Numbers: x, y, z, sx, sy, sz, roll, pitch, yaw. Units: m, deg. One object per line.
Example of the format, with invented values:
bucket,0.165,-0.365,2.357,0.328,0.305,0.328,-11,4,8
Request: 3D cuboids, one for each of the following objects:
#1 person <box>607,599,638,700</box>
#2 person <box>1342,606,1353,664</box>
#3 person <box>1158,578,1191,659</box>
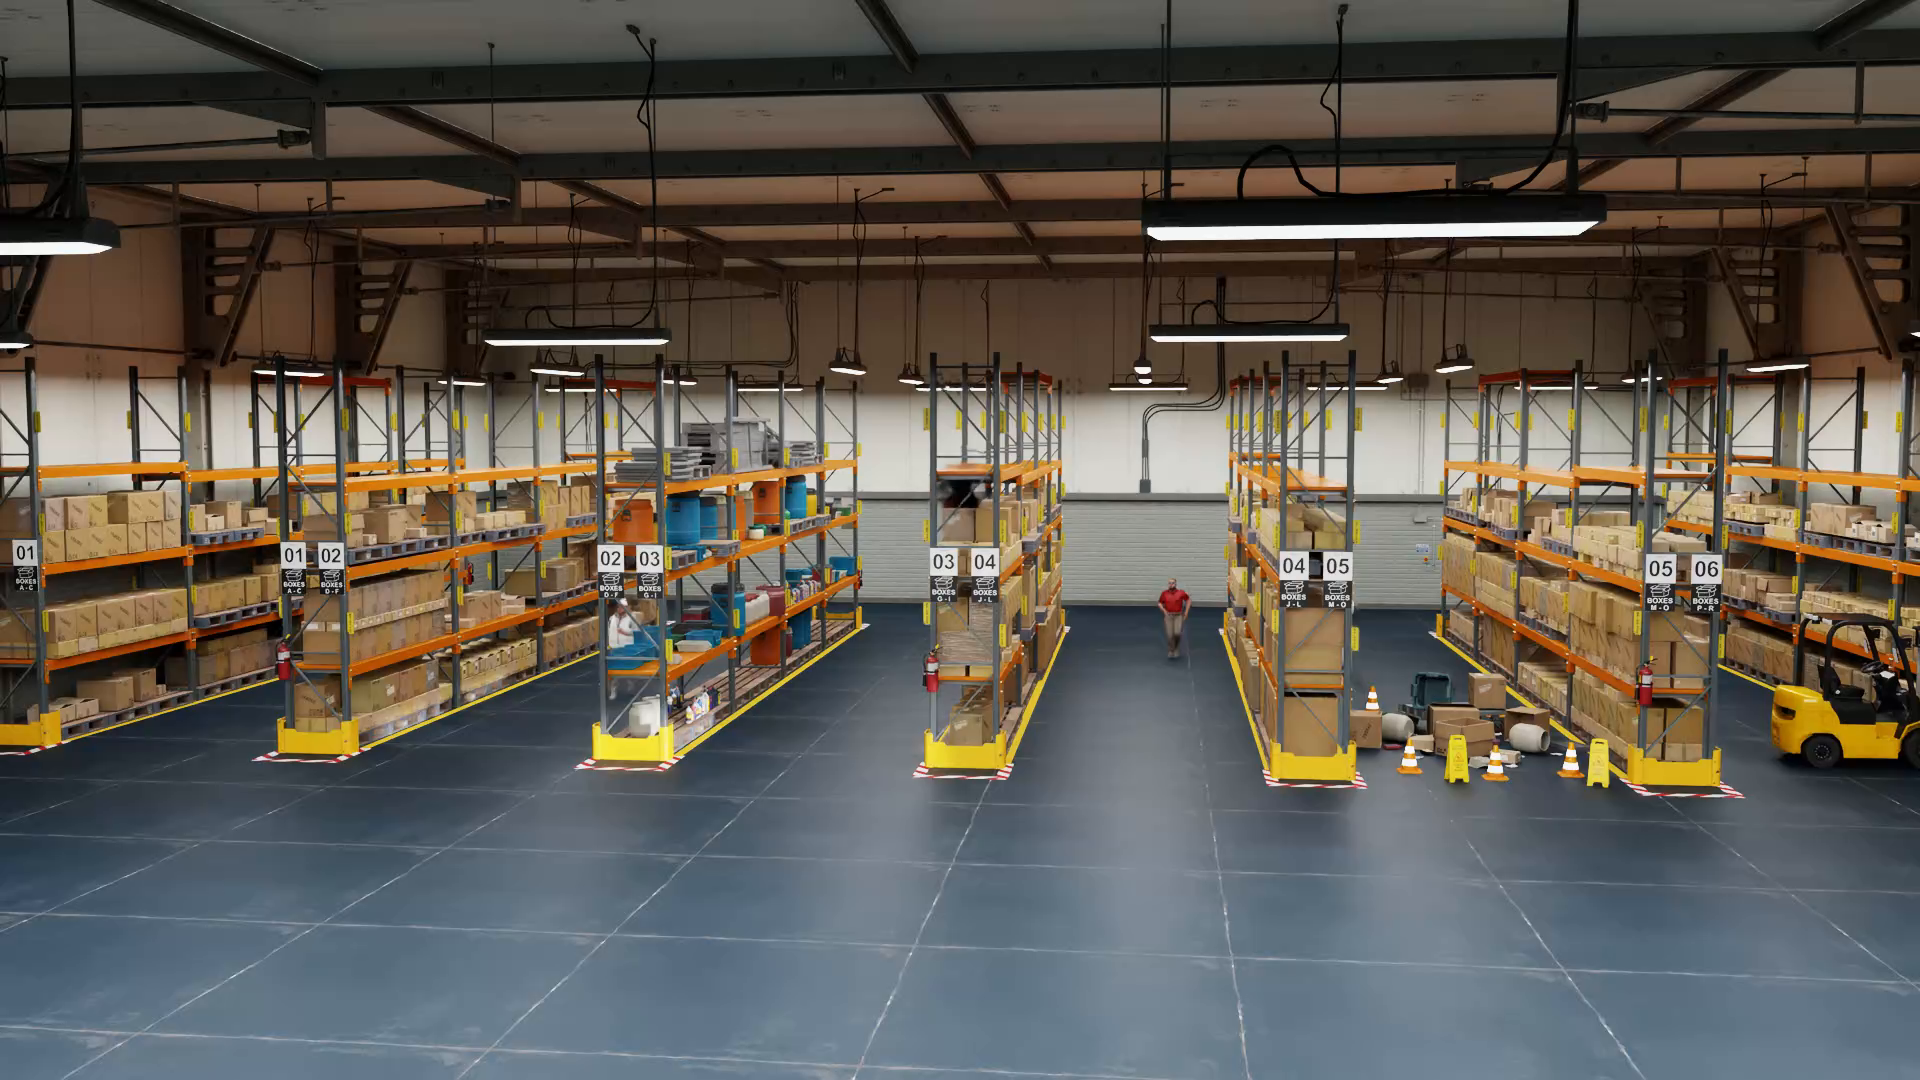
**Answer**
person,-6.152,1.955,30.234,0.649,1.780,0.939,0,4,3
person,7.810,1.753,34.330,0.579,1.638,0.643,1,4,8
person,4.524,1.668,35.240,0.672,1.703,0.629,1,4,14
